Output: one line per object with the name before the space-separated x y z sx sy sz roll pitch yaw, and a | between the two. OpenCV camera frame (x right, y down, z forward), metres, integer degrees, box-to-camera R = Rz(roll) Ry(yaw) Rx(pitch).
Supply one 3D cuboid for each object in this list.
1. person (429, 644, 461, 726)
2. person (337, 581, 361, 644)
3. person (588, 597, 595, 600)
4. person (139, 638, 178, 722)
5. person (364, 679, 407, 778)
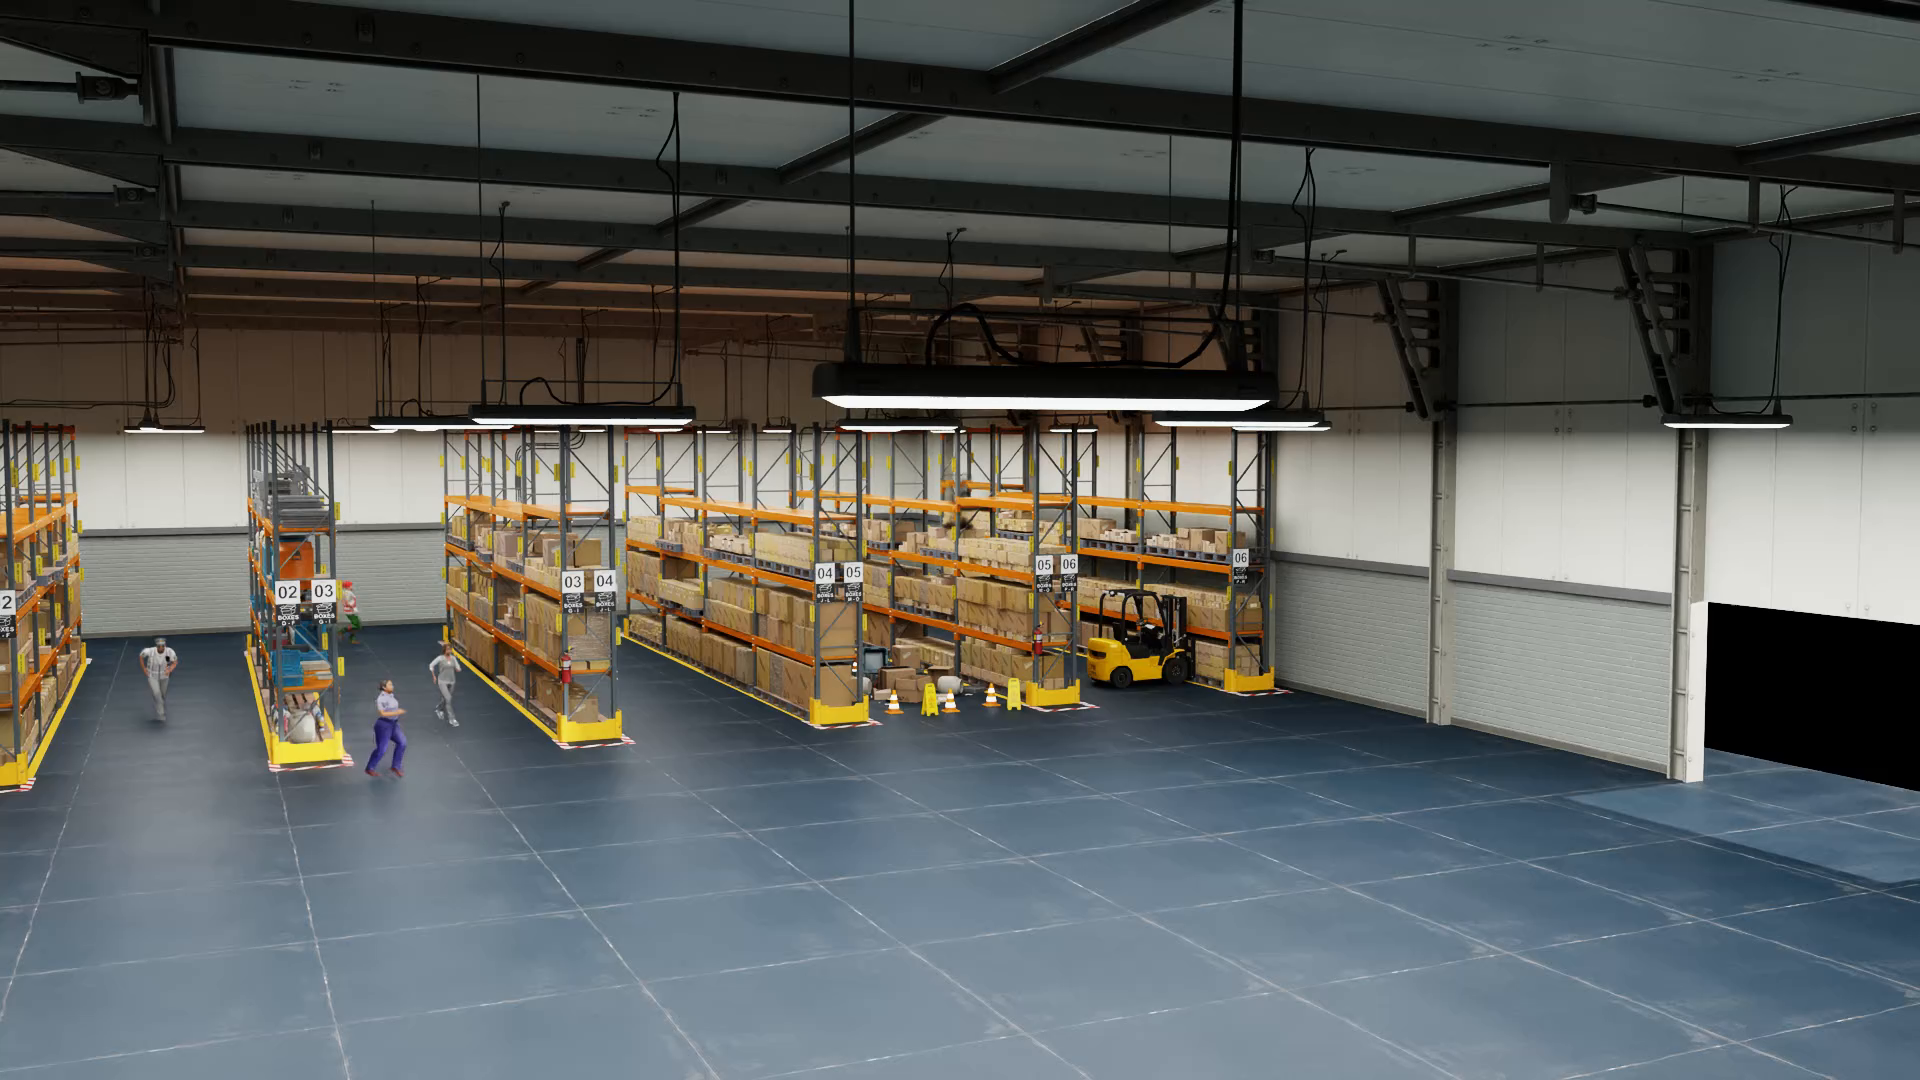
person | -10.172 2.889 32.917 0.883 1.496 0.529 3 5 42
person | -16.813 2.001 45.699 0.627 1.741 0.656 -2 4 -31
person | -10.494 1.930 47.890 0.674 1.654 0.626 3 5 39
person | -16.251 2.809 33.719 0.704 1.720 0.989 -2 4 -30
person | -9.591 3.170 27.783 0.725 1.710 0.637 0 4 4
